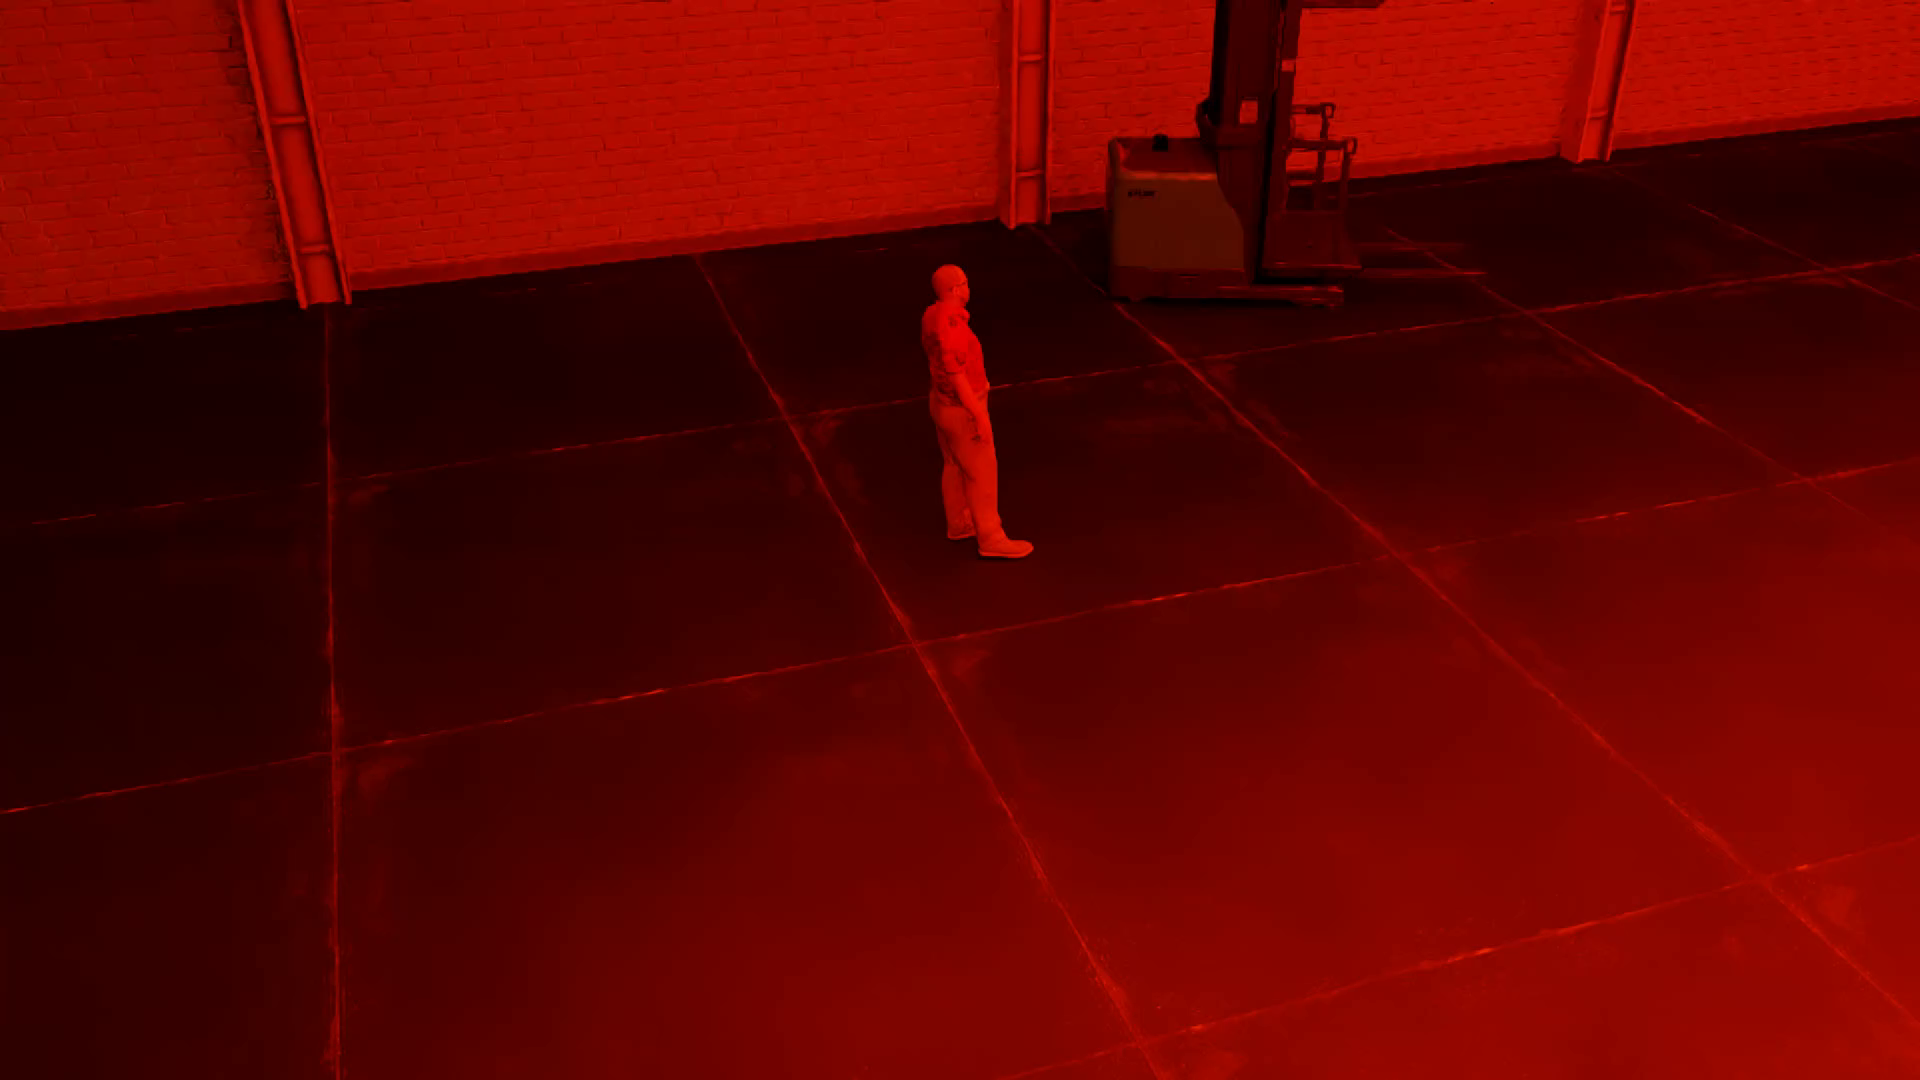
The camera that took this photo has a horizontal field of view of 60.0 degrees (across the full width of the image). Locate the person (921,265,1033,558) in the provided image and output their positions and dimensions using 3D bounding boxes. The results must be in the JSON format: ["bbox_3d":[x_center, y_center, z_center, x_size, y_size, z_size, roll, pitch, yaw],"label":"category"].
[{"bbox_3d":[0.089,-0.764,9.606,0.550,1.727,0.640,-10,31,-16],"label":"person"}]

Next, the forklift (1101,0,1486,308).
[{"bbox_3d":[2.697,-3.392,12.982,3.031,2.935,1.130,1,30,1],"label":"forklift"}]
